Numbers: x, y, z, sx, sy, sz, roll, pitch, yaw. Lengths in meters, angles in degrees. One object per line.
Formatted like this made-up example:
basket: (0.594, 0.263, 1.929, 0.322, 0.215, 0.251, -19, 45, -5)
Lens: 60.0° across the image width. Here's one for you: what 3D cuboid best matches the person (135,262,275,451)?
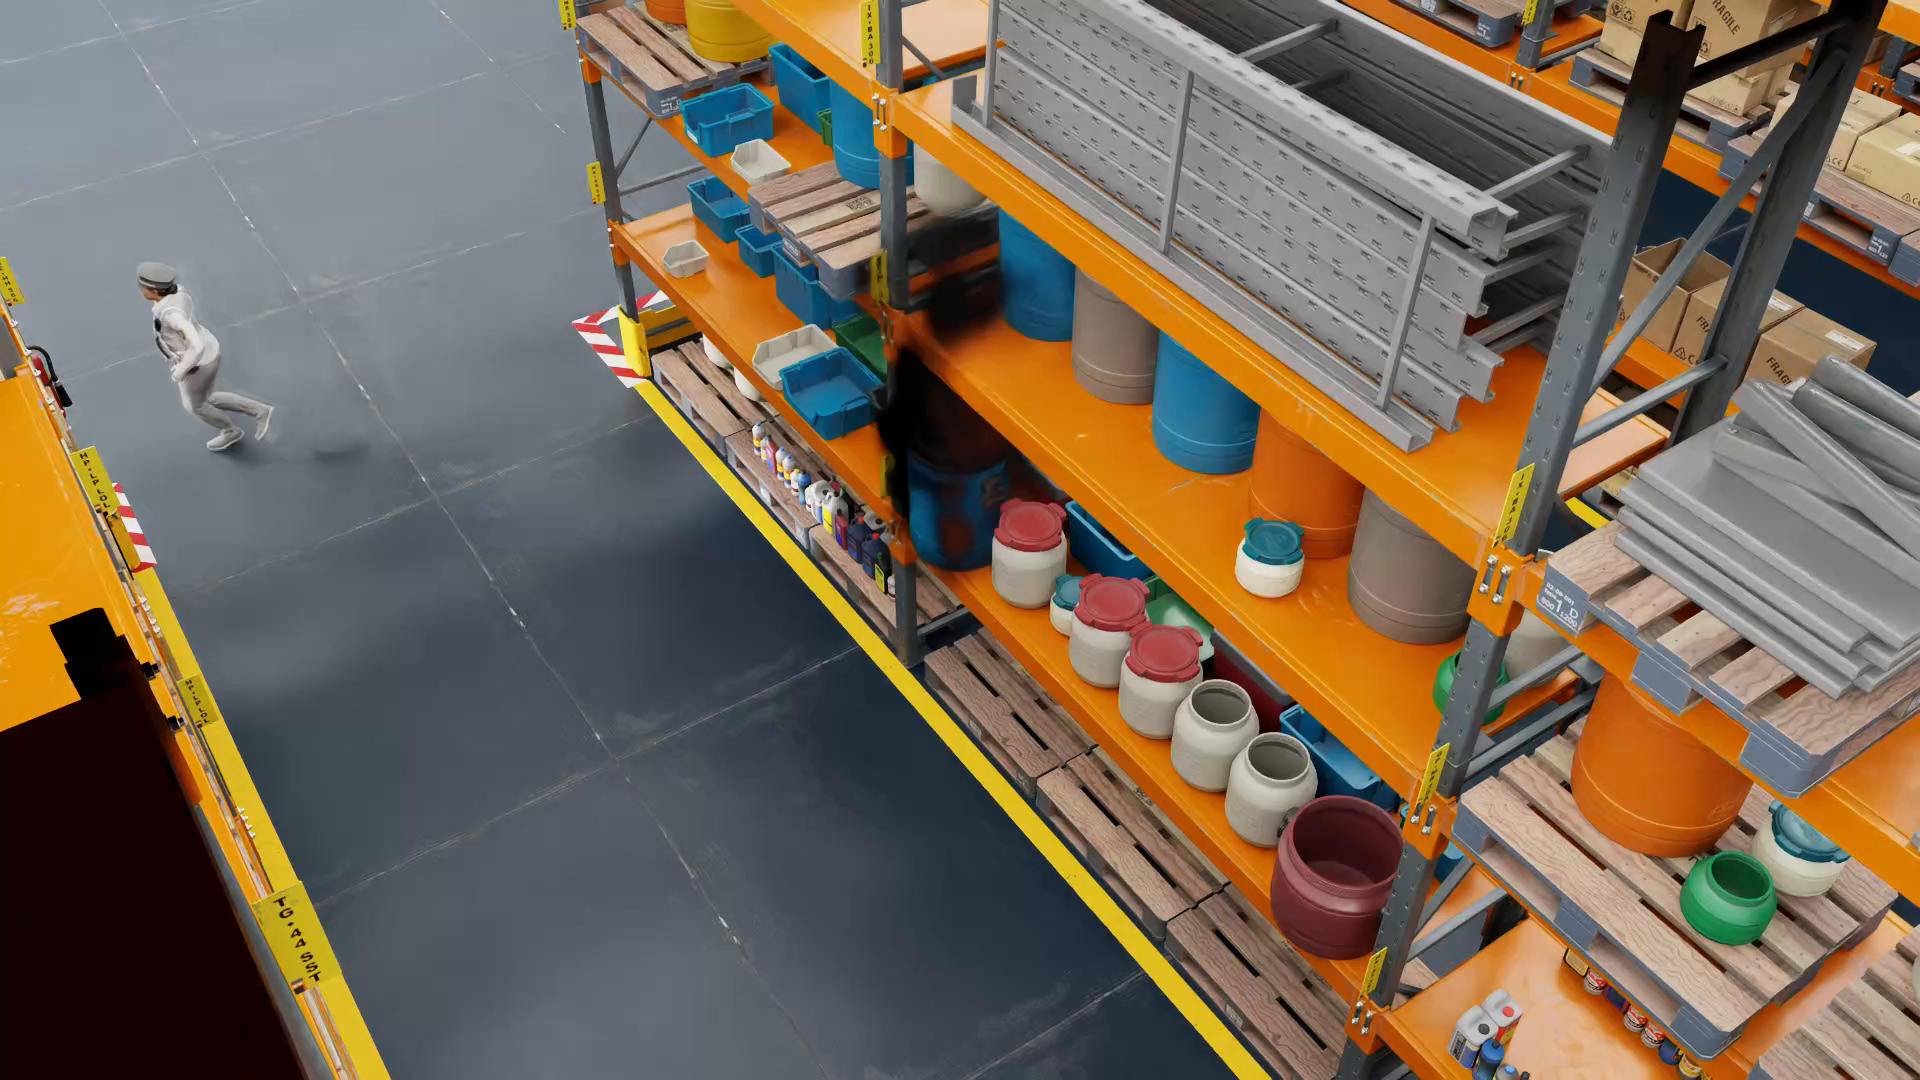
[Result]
person: (-5.407, -1.318, 12.005, 0.609, 1.642, 0.604, -8, 43, -9)
